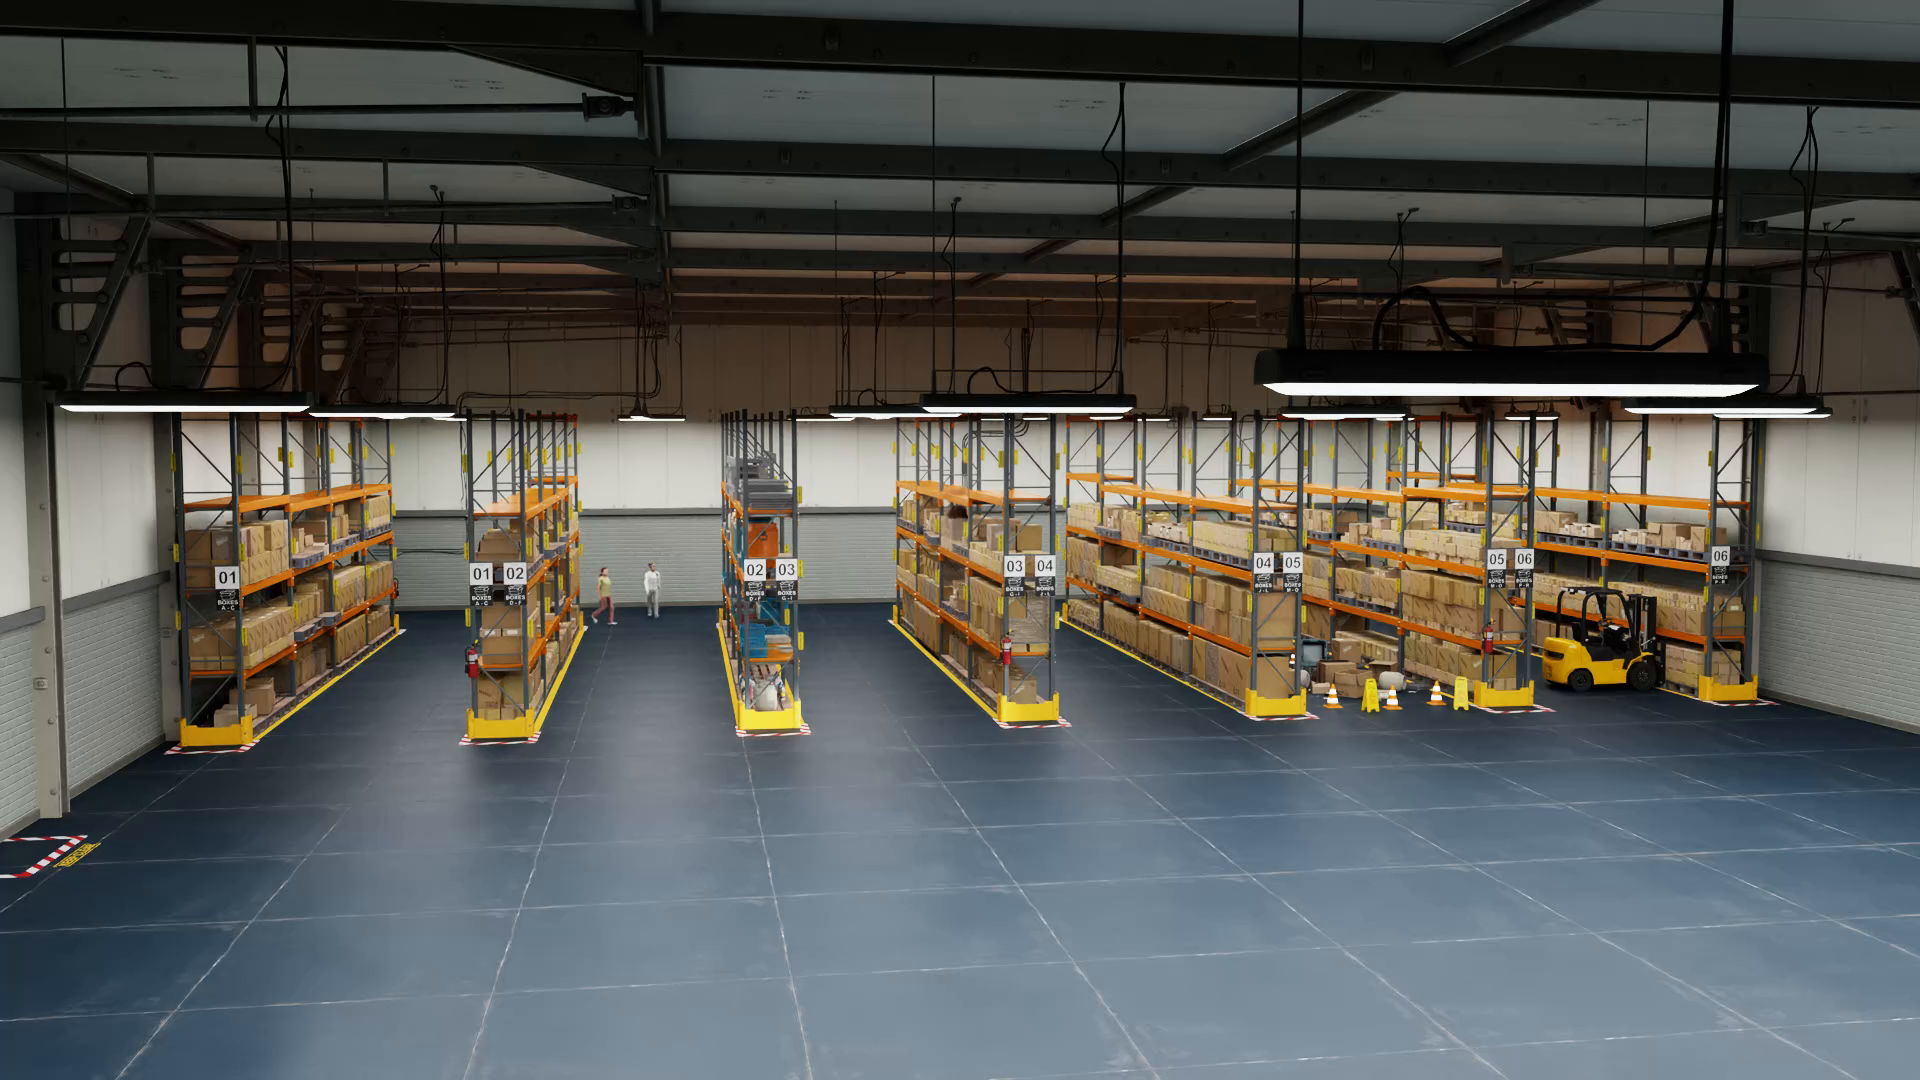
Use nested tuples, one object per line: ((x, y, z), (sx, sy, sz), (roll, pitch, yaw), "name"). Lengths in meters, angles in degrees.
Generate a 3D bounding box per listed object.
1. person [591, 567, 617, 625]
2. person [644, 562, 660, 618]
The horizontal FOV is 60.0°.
((-10.130, 1.596, 47.259), (0.713, 1.648, 0.478), (2, 5, 32), "person")
((-9.064, 1.460, 49.031), (0.478, 1.625, 1.004), (-1, 4, -14), "person")
